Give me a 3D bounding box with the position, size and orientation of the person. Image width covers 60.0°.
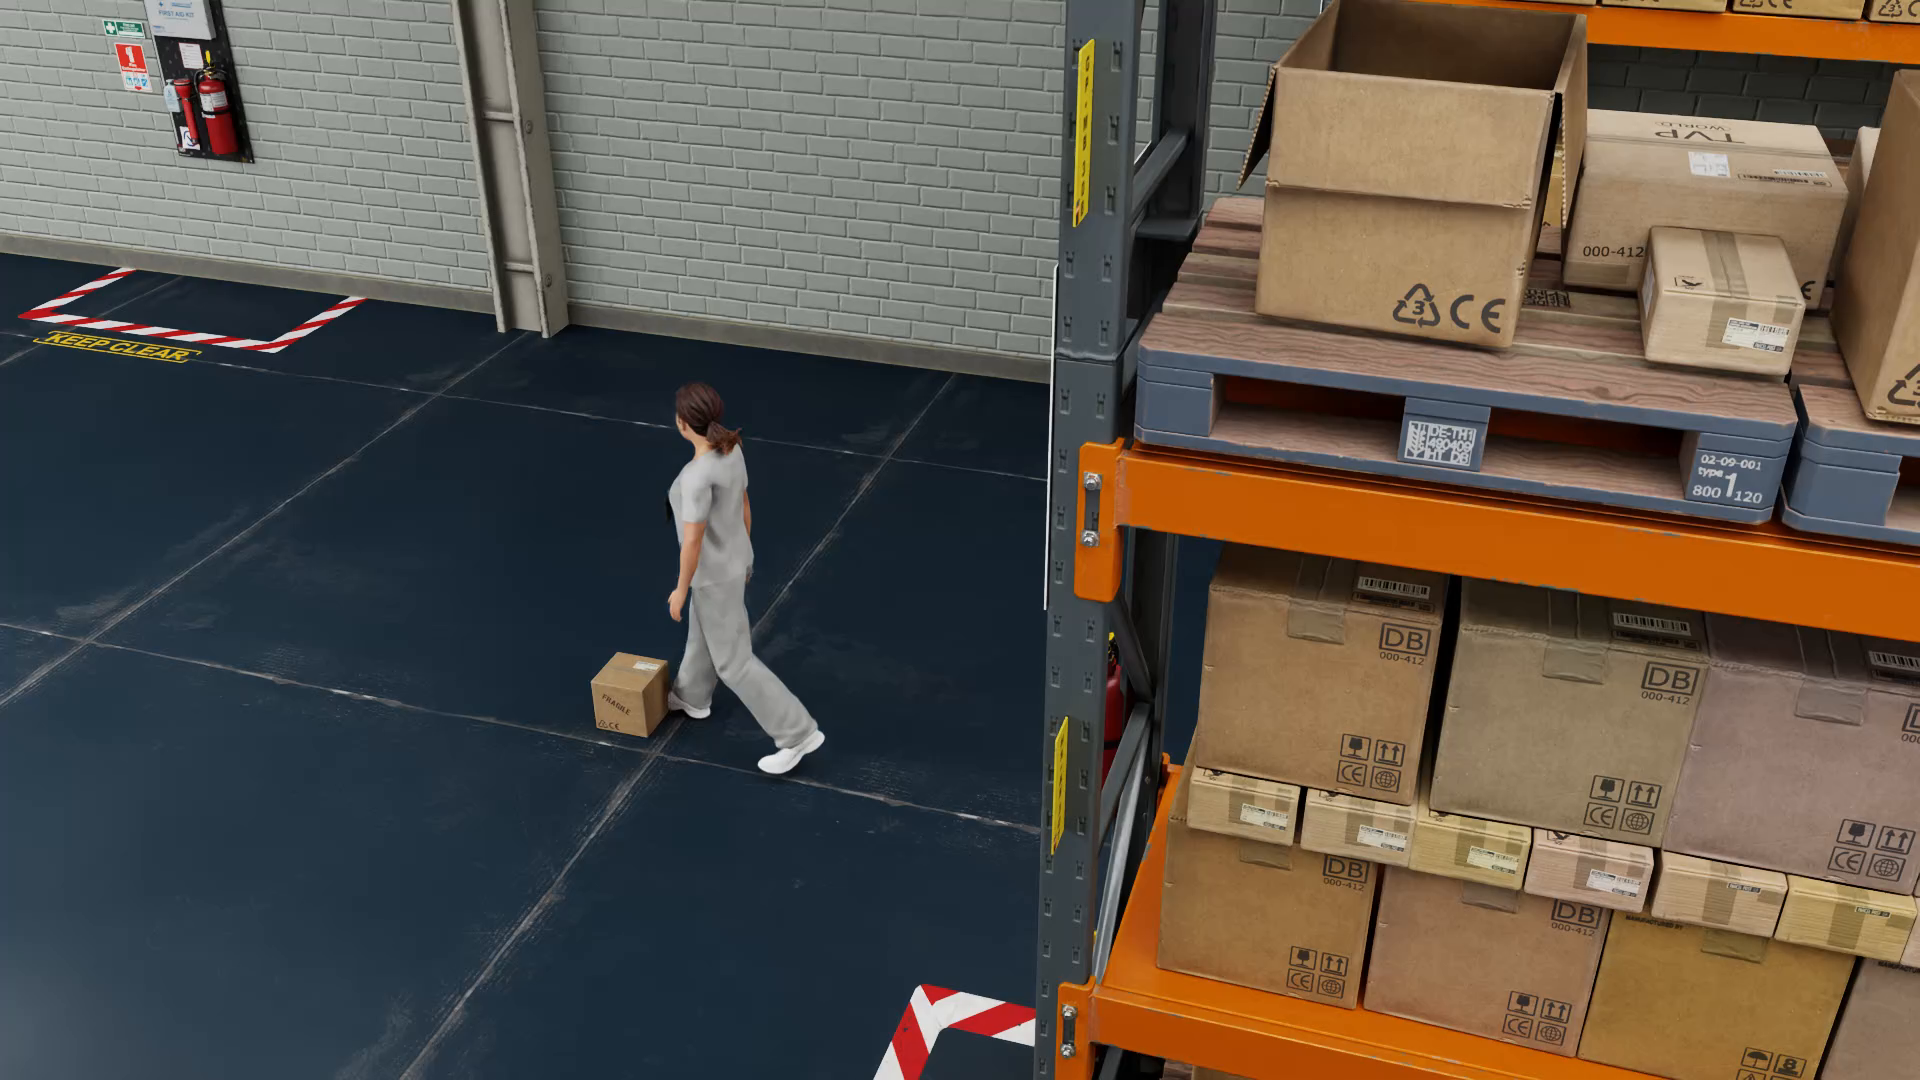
[{"bbox_3d":[-0.996,0.151,6.853,0.901,1.653,0.567,5,30,10],"label":"person"}]
